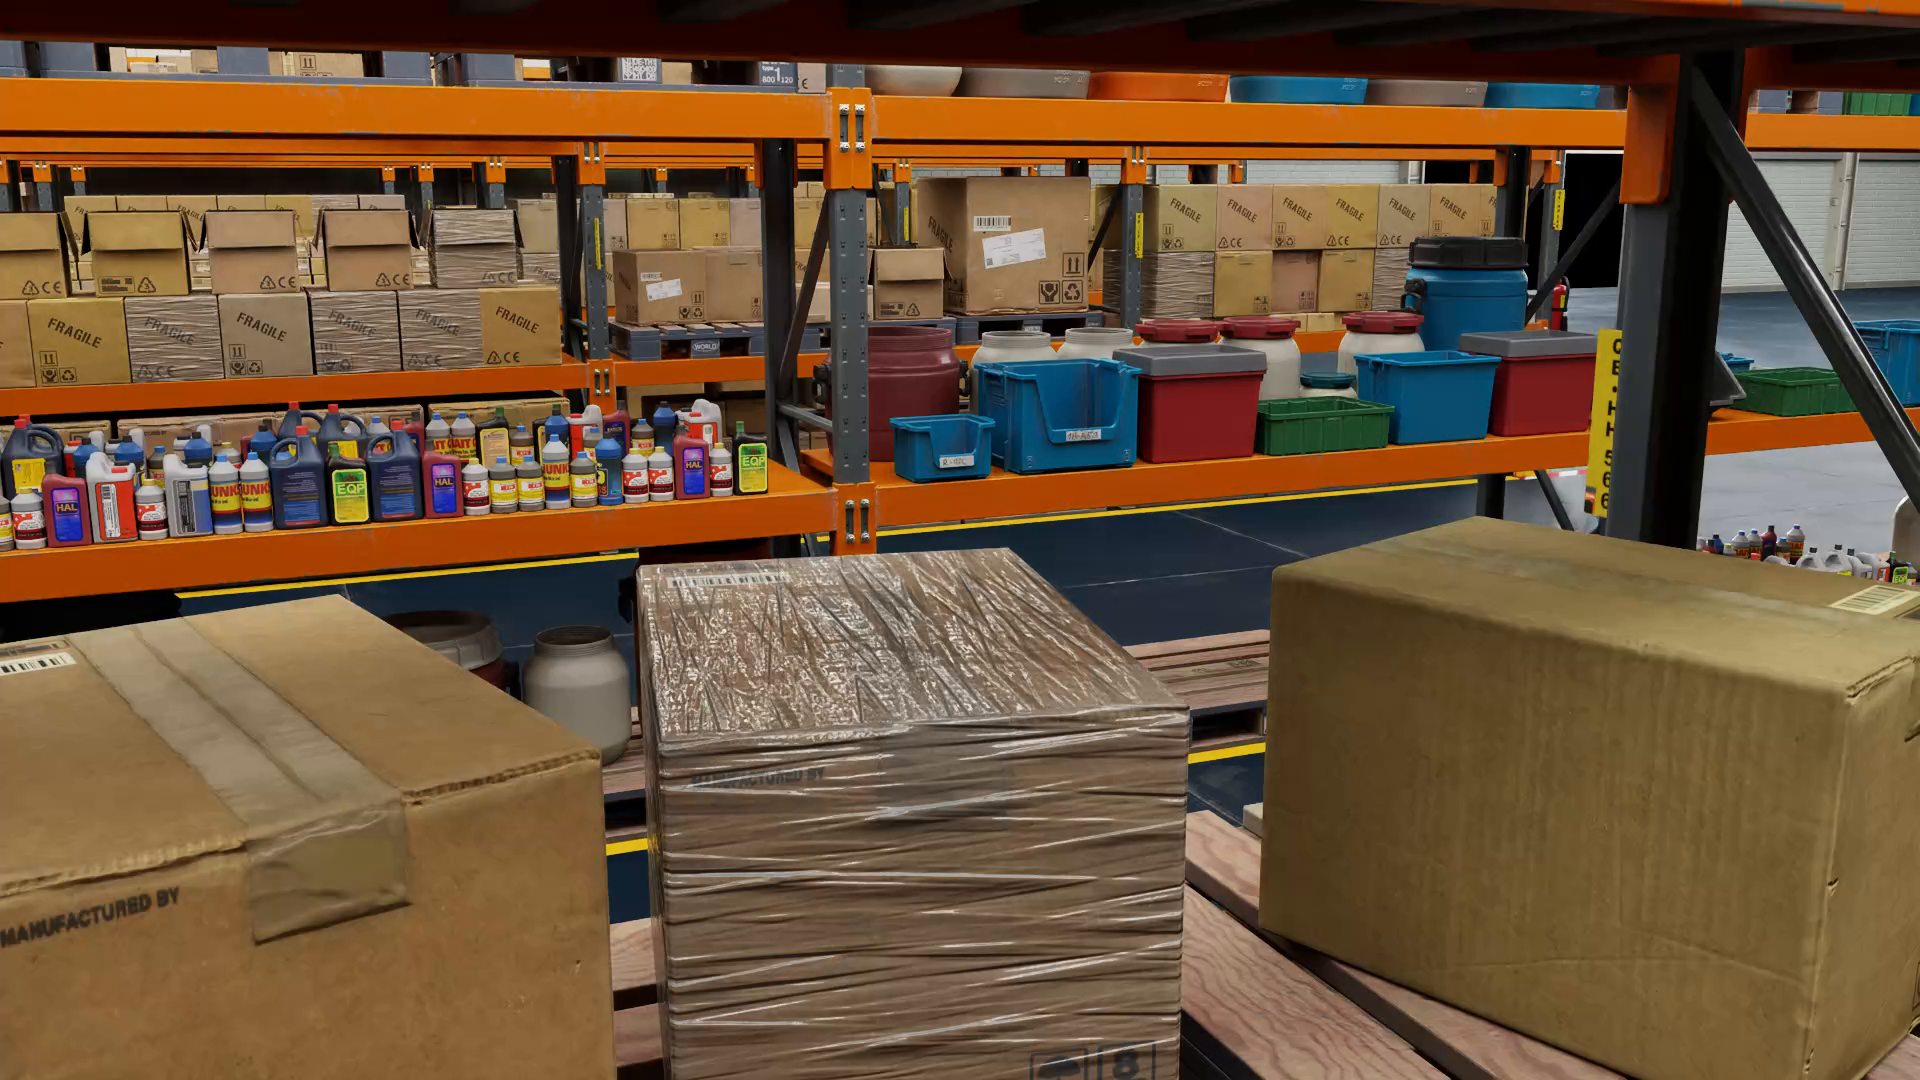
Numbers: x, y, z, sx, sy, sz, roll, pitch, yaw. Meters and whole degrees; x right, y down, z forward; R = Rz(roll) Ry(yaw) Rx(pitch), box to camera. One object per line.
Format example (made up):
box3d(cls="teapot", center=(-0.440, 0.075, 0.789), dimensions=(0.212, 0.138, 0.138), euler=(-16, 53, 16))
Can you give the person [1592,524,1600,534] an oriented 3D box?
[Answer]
box3d(cls="person", center=(4.528, -0.647, 10.920), dimensions=(0.944, 1.536, 0.408), euler=(-5, 13, -22))
